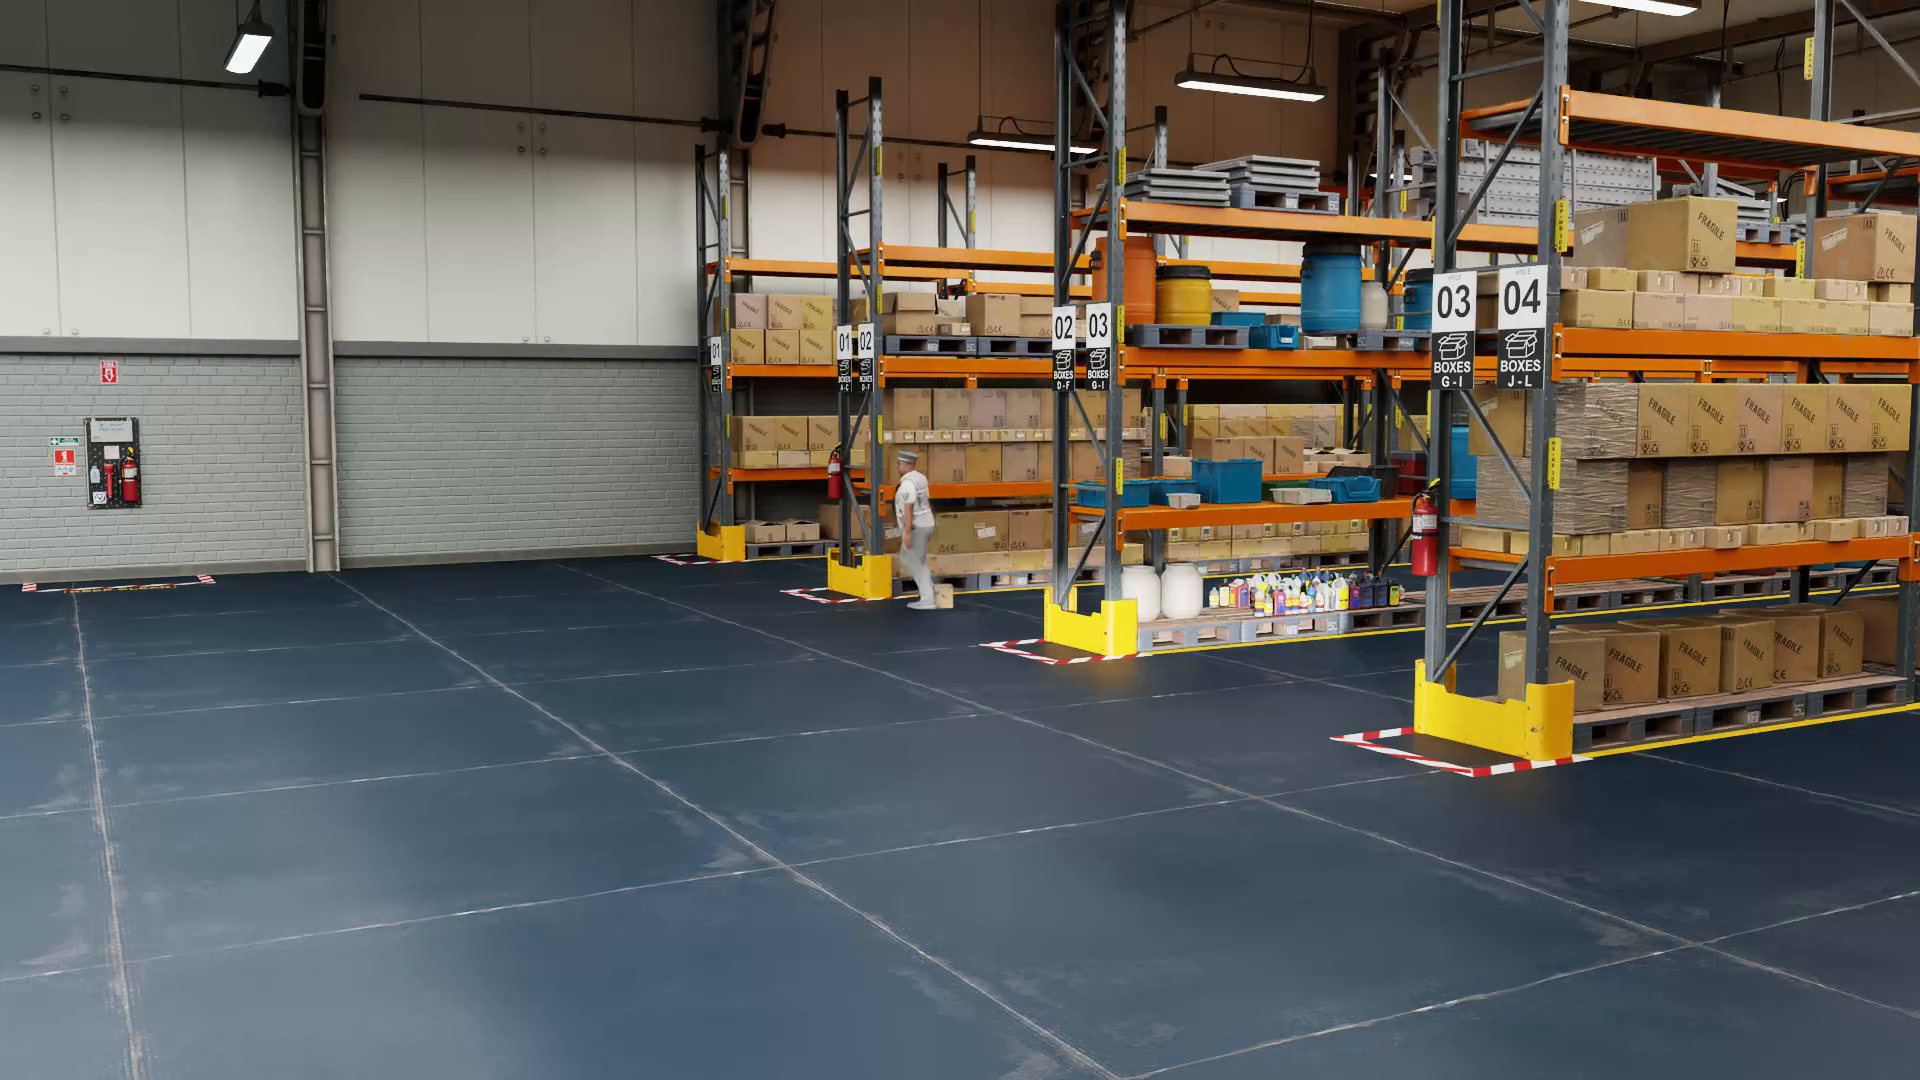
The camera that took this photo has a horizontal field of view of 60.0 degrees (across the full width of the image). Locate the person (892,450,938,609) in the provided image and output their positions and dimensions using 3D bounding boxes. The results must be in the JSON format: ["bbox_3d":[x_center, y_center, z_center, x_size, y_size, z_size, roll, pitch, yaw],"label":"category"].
[{"bbox_3d":[-0.494,-0.116,18.327,0.468,1.743,0.577,1,5,13],"label":"person"}]
